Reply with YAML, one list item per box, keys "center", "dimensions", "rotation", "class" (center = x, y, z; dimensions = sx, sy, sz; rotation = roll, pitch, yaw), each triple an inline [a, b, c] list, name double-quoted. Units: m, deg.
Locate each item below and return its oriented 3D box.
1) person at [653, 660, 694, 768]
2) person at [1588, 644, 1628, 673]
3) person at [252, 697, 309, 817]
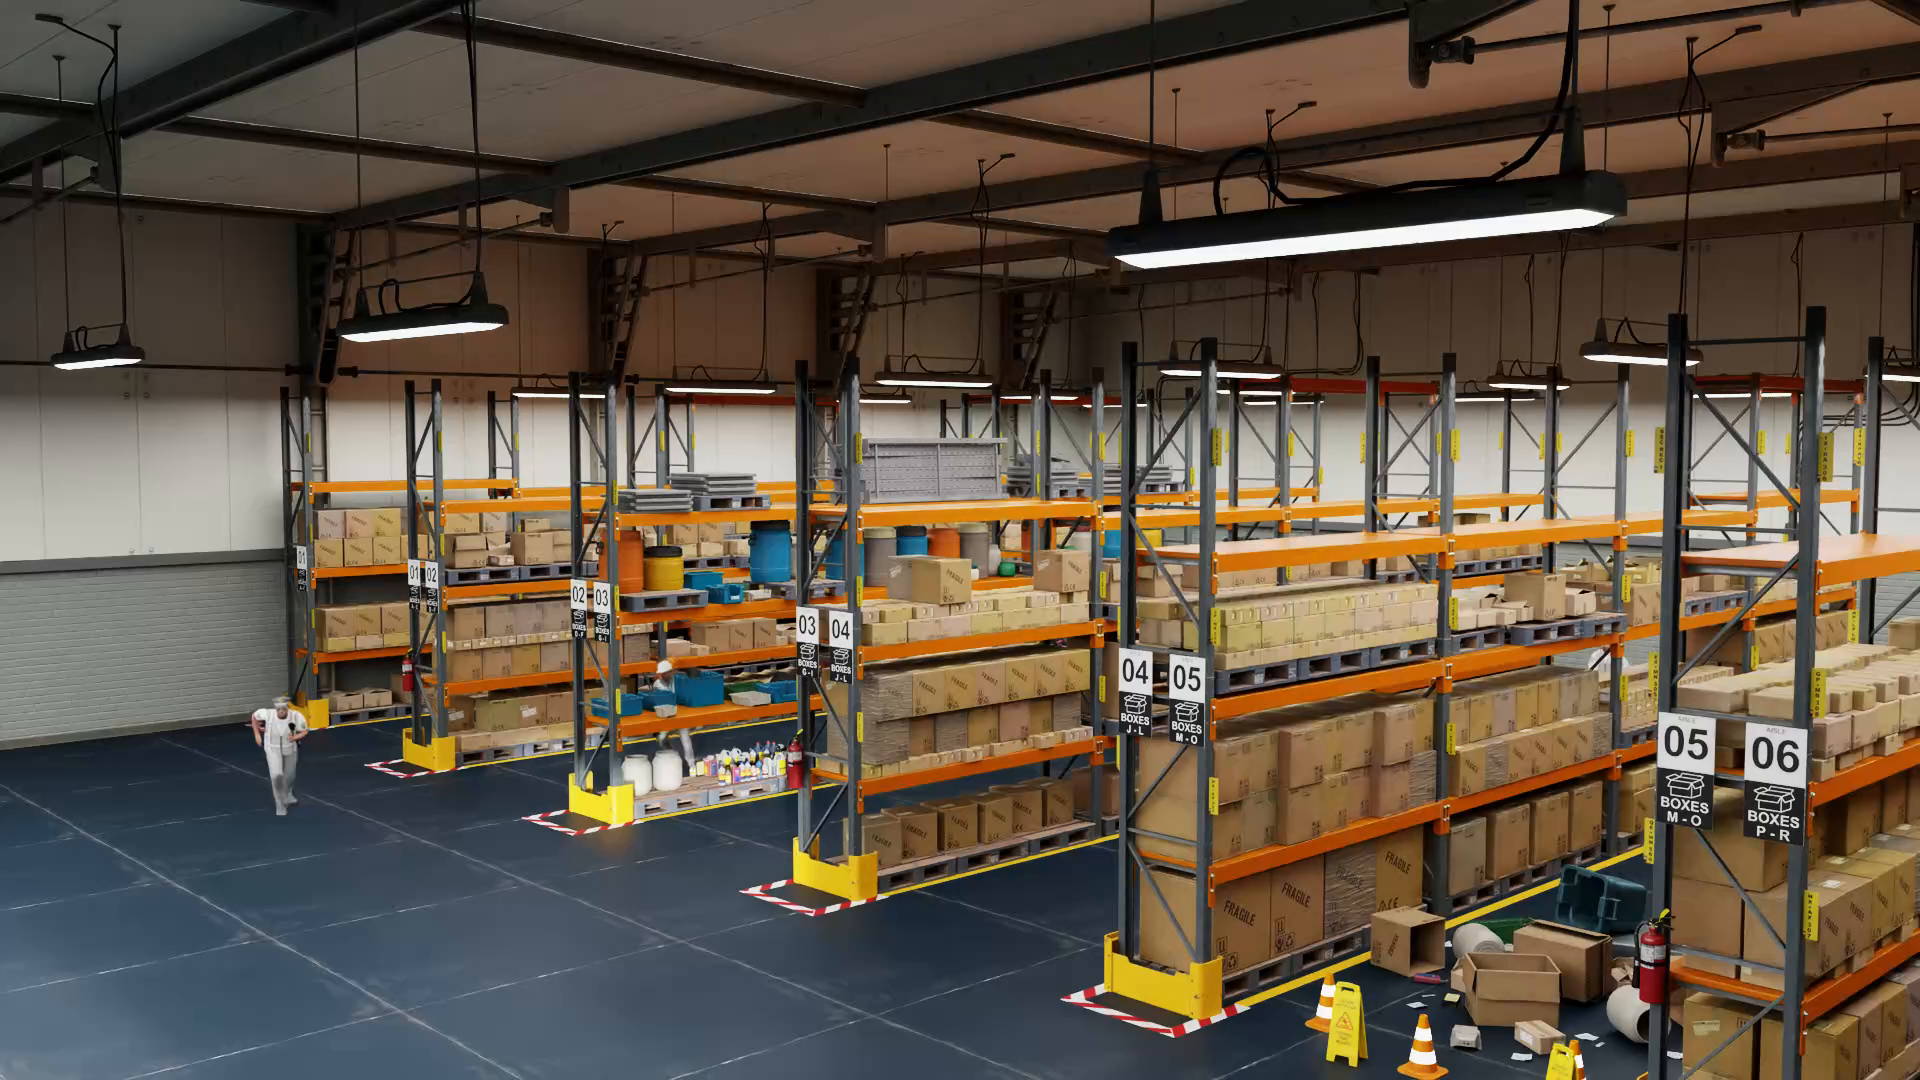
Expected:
- center: [-4.405, 2.683, 25.607]
  dimensions: [0.666, 1.708, 0.641]
  rotation: [0, 4, 2]
  class: "person"
- center: [11.155, 2.487, 28.688]
  dimensions: [0.599, 1.745, 0.829]
  rotation: [2, 4, 32]
  class: "person"
- center: [-9.254, 2.934, 22.675]
  dimensions: [0.705, 1.702, 1.013]
  rotation: [-1, 4, -22]
  class: "person"
